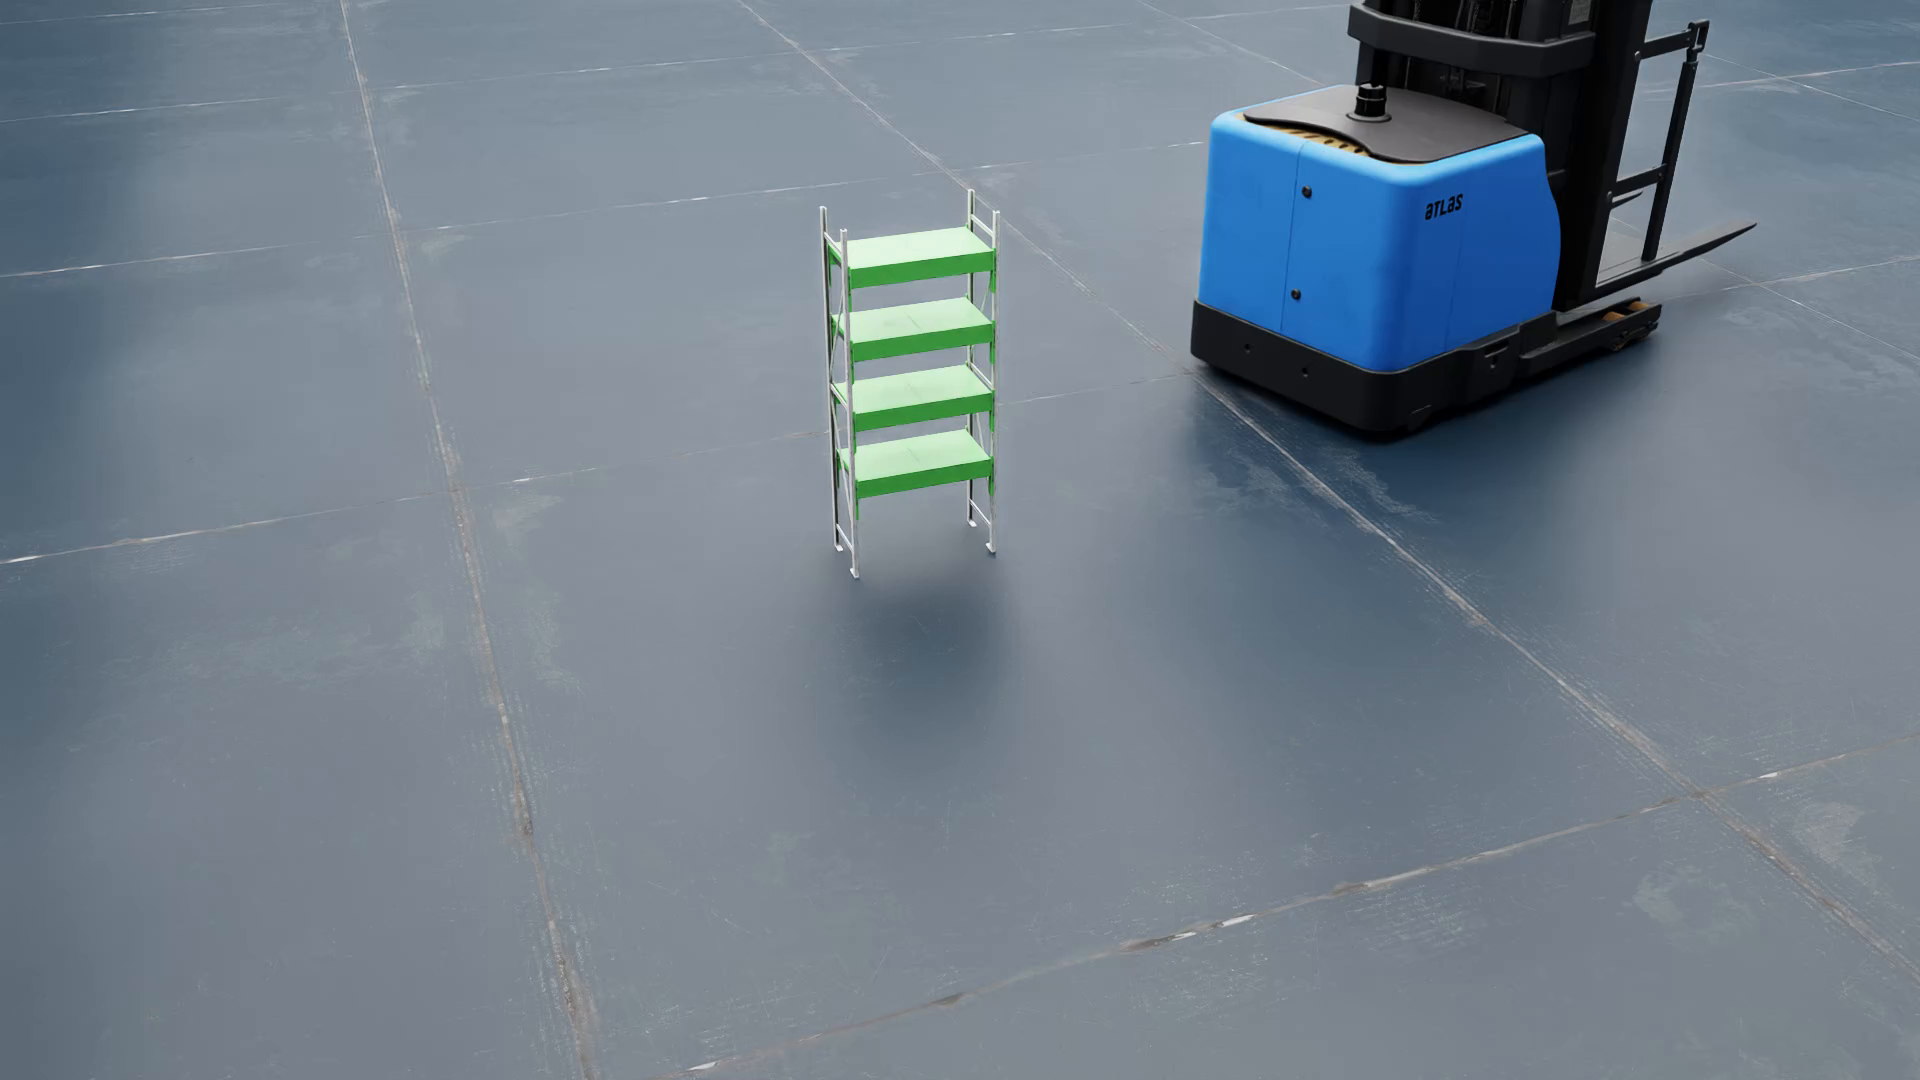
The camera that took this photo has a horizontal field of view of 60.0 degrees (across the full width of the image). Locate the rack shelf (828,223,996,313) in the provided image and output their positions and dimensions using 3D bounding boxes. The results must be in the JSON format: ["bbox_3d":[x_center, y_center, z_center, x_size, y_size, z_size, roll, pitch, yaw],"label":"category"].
[{"bbox_3d":[-0.155,-0.854,5.197,0.480,0.148,0.258,-10,31,-18],"label":"rack shelf"}]

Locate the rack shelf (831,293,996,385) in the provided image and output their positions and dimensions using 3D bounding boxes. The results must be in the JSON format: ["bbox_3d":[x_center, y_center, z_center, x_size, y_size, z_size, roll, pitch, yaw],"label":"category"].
[{"bbox_3d":[-0.155,-0.646,5.316,0.480,0.148,0.258,-10,31,-18],"label":"rack shelf"}]

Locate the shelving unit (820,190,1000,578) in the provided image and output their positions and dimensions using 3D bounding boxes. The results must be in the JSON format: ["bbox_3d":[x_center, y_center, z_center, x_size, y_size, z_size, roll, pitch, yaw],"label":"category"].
[{"bbox_3d":[-0.155,-0.493,5.403,0.503,1.200,0.258,-10,31,-18],"label":"shelving unit"}]

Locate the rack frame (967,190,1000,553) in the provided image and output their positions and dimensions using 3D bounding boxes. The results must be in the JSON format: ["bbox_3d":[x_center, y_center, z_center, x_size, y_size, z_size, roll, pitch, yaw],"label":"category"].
[{"bbox_3d":[0.074,-0.535,5.477,0.015,1.200,0.240,-10,31,-18],"label":"rack frame"}]

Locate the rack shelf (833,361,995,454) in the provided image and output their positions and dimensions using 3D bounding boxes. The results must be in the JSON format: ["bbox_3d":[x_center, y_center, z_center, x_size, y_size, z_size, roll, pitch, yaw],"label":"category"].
[{"bbox_3d":[-0.155,-0.437,5.434,0.480,0.148,0.258,-10,31,-18],"label":"rack shelf"}]

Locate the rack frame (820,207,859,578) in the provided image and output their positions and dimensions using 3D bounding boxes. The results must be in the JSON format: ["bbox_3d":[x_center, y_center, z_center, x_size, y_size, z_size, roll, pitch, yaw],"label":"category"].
[{"bbox_3d":[-0.384,-0.451,5.329,0.015,1.200,0.240,-10,31,-18],"label":"rack frame"}]

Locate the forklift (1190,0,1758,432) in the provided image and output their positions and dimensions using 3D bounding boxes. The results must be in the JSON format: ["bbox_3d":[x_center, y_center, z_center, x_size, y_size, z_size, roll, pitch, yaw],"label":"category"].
[{"bbox_3d":[2.437,-2.272,6.777,3.031,2.935,1.130,-21,36,-33],"label":"forklift"}]

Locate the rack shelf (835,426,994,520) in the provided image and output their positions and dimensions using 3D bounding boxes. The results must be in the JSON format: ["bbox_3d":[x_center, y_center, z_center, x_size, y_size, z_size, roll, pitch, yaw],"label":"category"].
[{"bbox_3d":[-0.155,-0.229,5.553,0.480,0.148,0.258,-10,31,-18],"label":"rack shelf"}]
